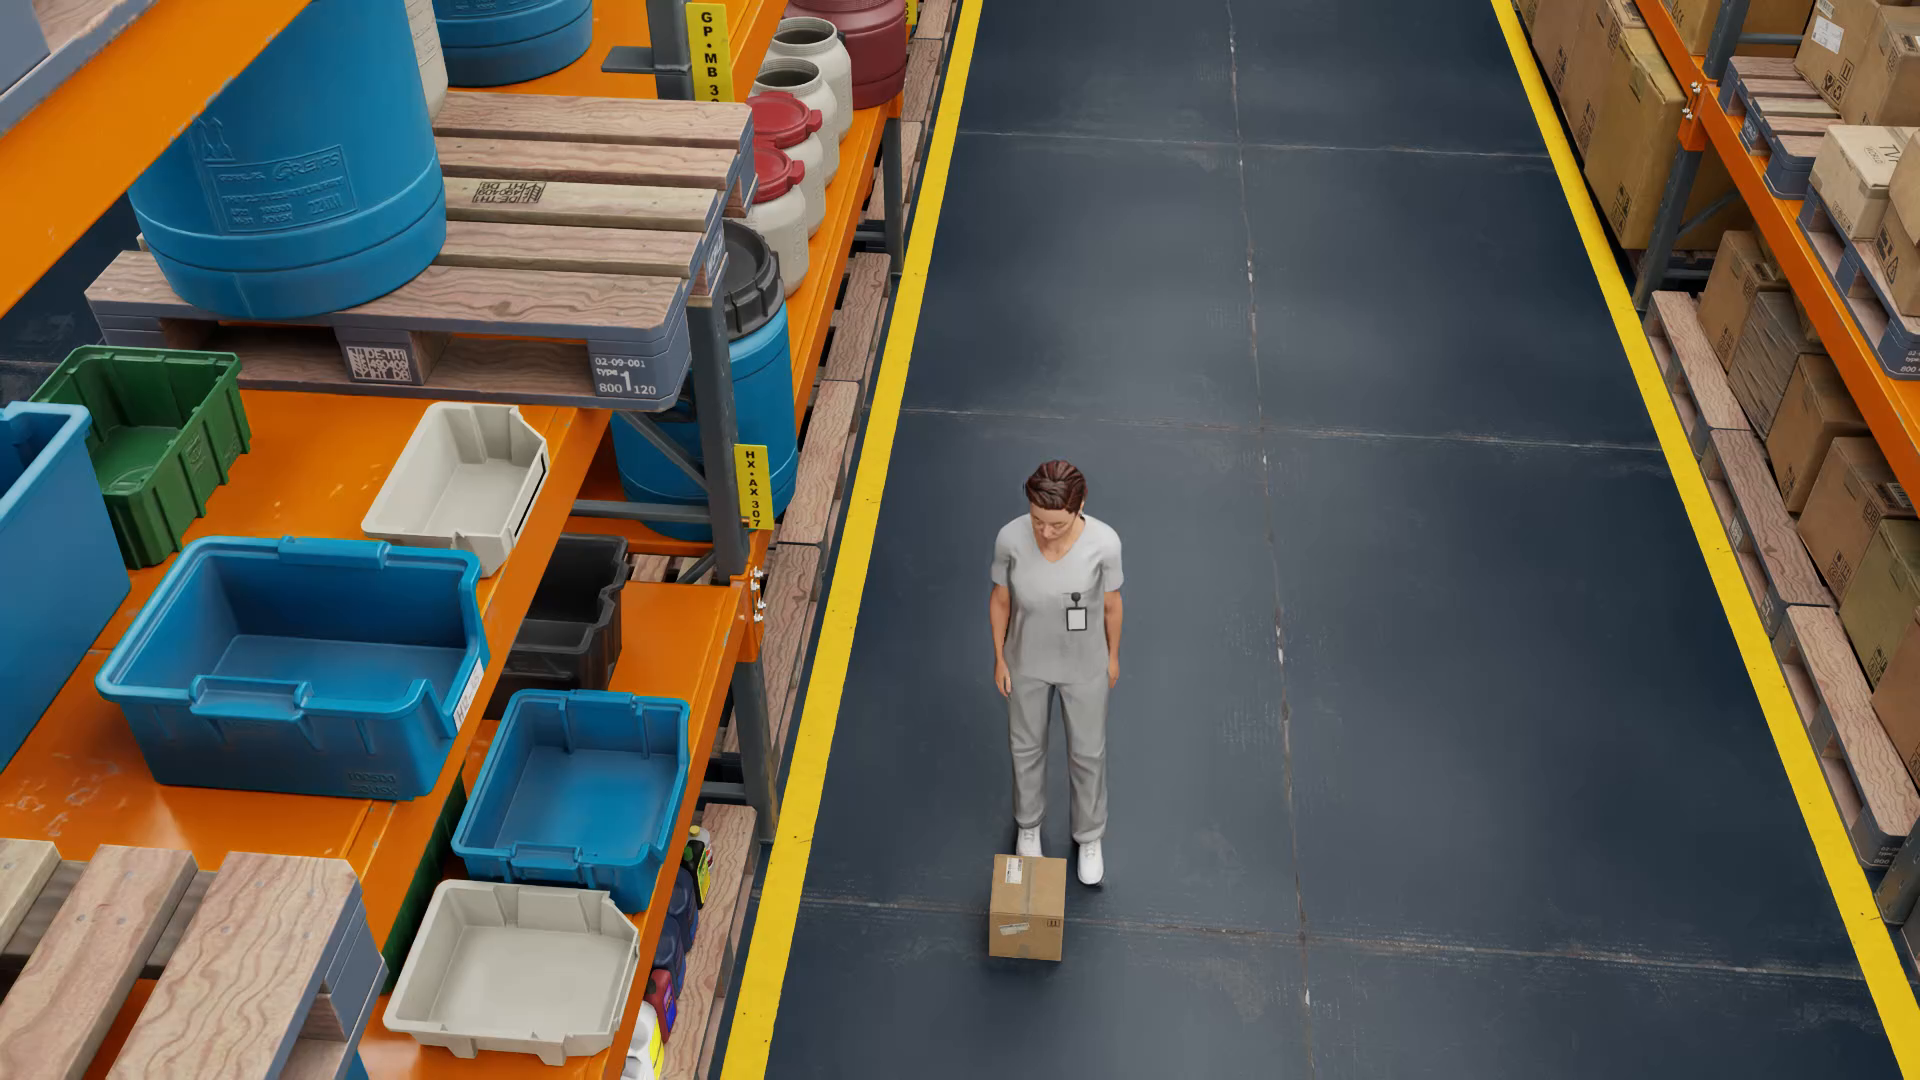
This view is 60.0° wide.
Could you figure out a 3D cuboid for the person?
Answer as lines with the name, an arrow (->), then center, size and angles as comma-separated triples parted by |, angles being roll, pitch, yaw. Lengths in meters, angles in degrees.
person -> 0.315, 0.436, 5.617 | 0.472, 1.687, 0.458 | 7, 41, 8
